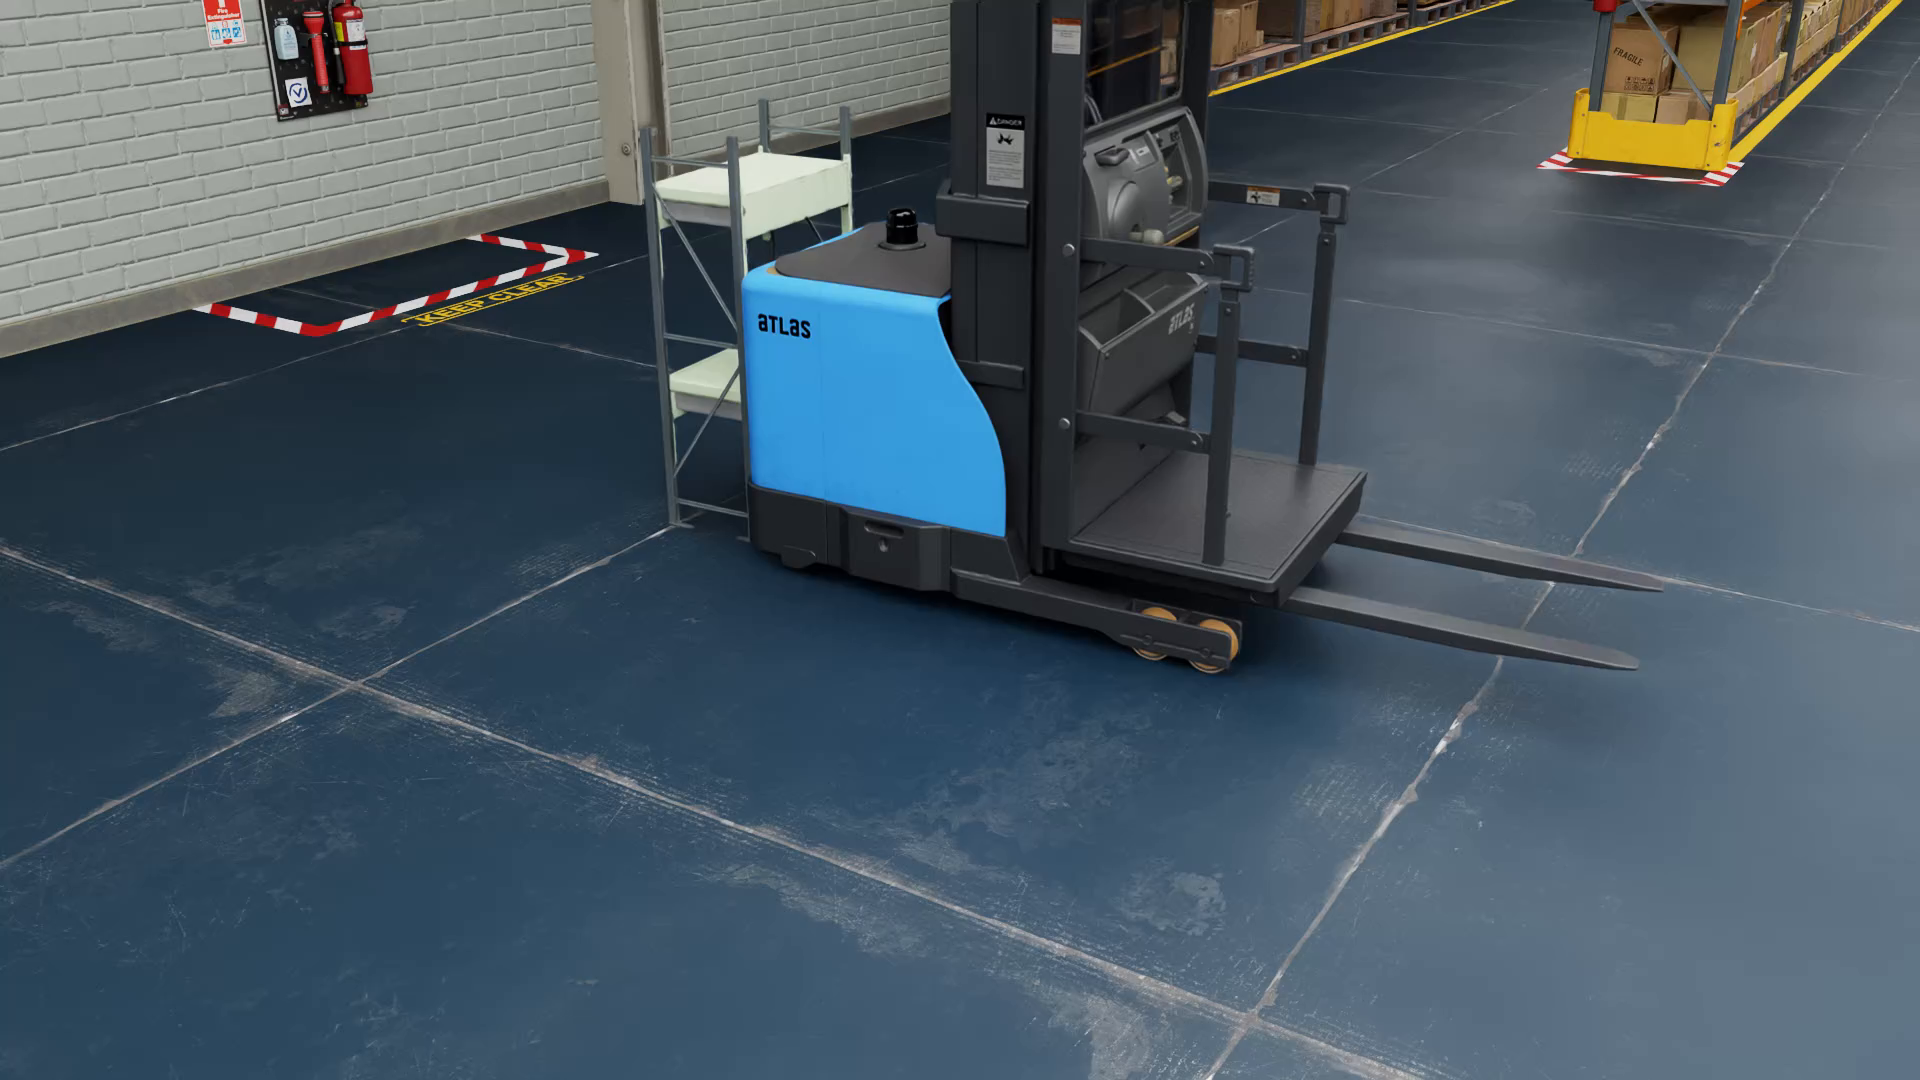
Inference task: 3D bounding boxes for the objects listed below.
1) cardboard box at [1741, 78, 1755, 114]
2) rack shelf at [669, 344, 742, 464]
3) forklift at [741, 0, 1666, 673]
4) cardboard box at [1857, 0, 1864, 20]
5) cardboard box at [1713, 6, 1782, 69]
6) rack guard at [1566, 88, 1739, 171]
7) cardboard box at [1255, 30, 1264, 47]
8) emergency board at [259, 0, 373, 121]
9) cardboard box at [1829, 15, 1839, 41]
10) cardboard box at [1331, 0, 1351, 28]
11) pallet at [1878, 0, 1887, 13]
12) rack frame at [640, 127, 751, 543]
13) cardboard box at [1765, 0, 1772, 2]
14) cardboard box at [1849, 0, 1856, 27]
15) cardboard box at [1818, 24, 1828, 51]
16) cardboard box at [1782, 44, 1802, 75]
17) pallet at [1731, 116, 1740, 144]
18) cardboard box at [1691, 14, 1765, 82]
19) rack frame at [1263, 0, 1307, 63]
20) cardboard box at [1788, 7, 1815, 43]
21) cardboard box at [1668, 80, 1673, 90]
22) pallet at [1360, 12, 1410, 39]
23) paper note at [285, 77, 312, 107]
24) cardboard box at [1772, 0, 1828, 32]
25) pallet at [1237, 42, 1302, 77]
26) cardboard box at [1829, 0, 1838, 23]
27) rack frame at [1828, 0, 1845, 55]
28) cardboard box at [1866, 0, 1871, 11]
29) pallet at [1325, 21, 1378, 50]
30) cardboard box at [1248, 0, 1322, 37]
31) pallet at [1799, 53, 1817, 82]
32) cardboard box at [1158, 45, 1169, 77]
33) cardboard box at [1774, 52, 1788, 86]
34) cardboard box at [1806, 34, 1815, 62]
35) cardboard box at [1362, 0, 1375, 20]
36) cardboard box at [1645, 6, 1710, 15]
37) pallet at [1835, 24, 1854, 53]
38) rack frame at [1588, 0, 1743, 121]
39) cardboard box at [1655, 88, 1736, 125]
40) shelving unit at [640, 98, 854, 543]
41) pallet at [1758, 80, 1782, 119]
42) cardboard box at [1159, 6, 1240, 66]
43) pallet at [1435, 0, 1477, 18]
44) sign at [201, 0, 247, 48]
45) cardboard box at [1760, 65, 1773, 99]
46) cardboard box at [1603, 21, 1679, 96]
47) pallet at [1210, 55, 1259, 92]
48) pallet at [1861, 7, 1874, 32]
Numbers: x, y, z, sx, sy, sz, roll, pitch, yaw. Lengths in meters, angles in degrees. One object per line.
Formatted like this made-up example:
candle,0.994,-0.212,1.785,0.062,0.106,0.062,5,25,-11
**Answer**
cardboard box,6.456,-3.802,14.190,0.500,0.250,0.500,14,27,29
rack shelf,-0.763,-0.543,6.437,0.431,0.370,0.720,12,26,25
forklift,0.783,-1.164,5.249,3.031,2.935,1.130,12,26,25
cardboard box,10.973,-6.771,20.707,0.500,0.500,0.500,13,27,27
cardboard box,6.976,-4.486,14.824,0.500,0.500,0.500,14,27,29
rack guard,5.447,-3.243,13.113,1.175,0.500,0.348,14,27,29
cardboard box,3.102,-5.500,18.193,0.380,0.166,0.250,10,25,22
emergency board,-3.618,-3.002,9.409,0.194,1.169,0.643,14,27,29
cardboard box,9.609,-5.801,18.807,0.500,0.250,0.500,15,27,30
cardboard box,4.266,-6.441,19.945,0.700,0.500,0.500,14,27,30
pallet,12.795,-7.814,24.035,1.003,0.211,1.213,14,27,29
rack frame,-0.934,-0.714,6.011,0.400,1.500,0.023,12,26,25
cardboard box,8.342,-5.647,17.746,0.500,0.311,0.500,13,27,28
cardboard box,10.433,-6.425,19.909,0.500,0.500,0.500,13,27,27
cardboard box,9.072,-5.457,18.013,0.500,0.250,0.500,15,27,30
cardboard box,7.992,-4.764,16.411,0.500,0.250,0.500,13,27,28
pallet,5.827,-3.386,13.806,1.003,0.211,1.213,14,27,29
cardboard box,6.446,-4.149,14.046,0.500,0.500,0.500,14,27,29
rack frame,3.359,-6.786,18.149,1.000,3.000,0.127,14,27,29
cardboard box,8.267,-5.192,16.694,0.500,0.311,0.500,14,27,28
cardboard box,5.745,-3.744,14.055,0.500,0.250,0.500,14,27,29
pallet,5.055,-6.593,21.213,1.003,0.211,1.213,14,27,29
paper note,-3.770,-2.552,9.479,0.016,0.148,0.142,14,27,29
cardboard box,8.809,-5.543,17.506,0.500,0.311,0.500,15,27,30
pallet,3.035,-5.272,18.162,1.003,0.211,1.213,14,27,29
cardboard box,9.343,-5.882,18.288,0.500,0.311,0.500,13,27,28
rack frame,9.679,-7.099,18.872,1.000,3.000,0.127,14,27,29
cardboard box,11.504,-7.112,21.495,0.500,0.500,0.500,14,27,29
pallet,4.411,-6.182,20.265,1.003,0.211,1.213,14,27,29
cardboard box,3.733,-6.092,19.140,0.700,0.500,0.500,15,28,31
pallet,8.567,-5.139,17.856,1.003,0.211,1.213,14,27,29
cardboard box,1.690,-4.618,15.973,0.500,0.311,0.500,11,26,23
cardboard box,7.510,-4.477,15.749,0.500,0.250,0.500,14,27,29
cardboard box,8.534,-5.111,17.214,0.500,0.250,0.500,13,27,27
cardboard box,4.763,-6.787,20.745,0.700,0.500,0.500,14,27,29
cardboard box,6.269,-4.426,14.687,0.500,0.500,0.500,14,27,29
pallet,10.105,-6.063,19.990,1.003,0.211,1.213,14,27,29
rack frame,5.459,-4.399,12.635,1.000,3.000,0.127,14,27,29
cardboard box,5.931,-3.464,13.408,0.500,0.250,0.500,14,27,29
shelving unit,-0.763,-0.843,6.308,0.431,1.500,0.755,12,26,25
pallet,7.114,-4.209,15.708,1.003,0.211,1.213,14,27,29
cardboard box,2.420,-5.135,16.927,0.700,0.500,0.500,12,26,26
pallet,6.593,-7.516,23.347,1.003,0.211,1.213,14,27,29
sign,-3.997,-2.853,9.020,0.001,0.329,0.234,14,27,29
cardboard box,6.987,-4.139,14.967,0.500,0.250,0.500,14,27,29
cardboard box,5.489,-3.917,13.511,0.500,0.500,0.500,14,27,29
pallet,2.392,-4.858,17.207,1.003,0.211,1.213,14,27,29
pallet,11.392,-6.887,21.892,1.003,0.211,1.213,14,27,29
